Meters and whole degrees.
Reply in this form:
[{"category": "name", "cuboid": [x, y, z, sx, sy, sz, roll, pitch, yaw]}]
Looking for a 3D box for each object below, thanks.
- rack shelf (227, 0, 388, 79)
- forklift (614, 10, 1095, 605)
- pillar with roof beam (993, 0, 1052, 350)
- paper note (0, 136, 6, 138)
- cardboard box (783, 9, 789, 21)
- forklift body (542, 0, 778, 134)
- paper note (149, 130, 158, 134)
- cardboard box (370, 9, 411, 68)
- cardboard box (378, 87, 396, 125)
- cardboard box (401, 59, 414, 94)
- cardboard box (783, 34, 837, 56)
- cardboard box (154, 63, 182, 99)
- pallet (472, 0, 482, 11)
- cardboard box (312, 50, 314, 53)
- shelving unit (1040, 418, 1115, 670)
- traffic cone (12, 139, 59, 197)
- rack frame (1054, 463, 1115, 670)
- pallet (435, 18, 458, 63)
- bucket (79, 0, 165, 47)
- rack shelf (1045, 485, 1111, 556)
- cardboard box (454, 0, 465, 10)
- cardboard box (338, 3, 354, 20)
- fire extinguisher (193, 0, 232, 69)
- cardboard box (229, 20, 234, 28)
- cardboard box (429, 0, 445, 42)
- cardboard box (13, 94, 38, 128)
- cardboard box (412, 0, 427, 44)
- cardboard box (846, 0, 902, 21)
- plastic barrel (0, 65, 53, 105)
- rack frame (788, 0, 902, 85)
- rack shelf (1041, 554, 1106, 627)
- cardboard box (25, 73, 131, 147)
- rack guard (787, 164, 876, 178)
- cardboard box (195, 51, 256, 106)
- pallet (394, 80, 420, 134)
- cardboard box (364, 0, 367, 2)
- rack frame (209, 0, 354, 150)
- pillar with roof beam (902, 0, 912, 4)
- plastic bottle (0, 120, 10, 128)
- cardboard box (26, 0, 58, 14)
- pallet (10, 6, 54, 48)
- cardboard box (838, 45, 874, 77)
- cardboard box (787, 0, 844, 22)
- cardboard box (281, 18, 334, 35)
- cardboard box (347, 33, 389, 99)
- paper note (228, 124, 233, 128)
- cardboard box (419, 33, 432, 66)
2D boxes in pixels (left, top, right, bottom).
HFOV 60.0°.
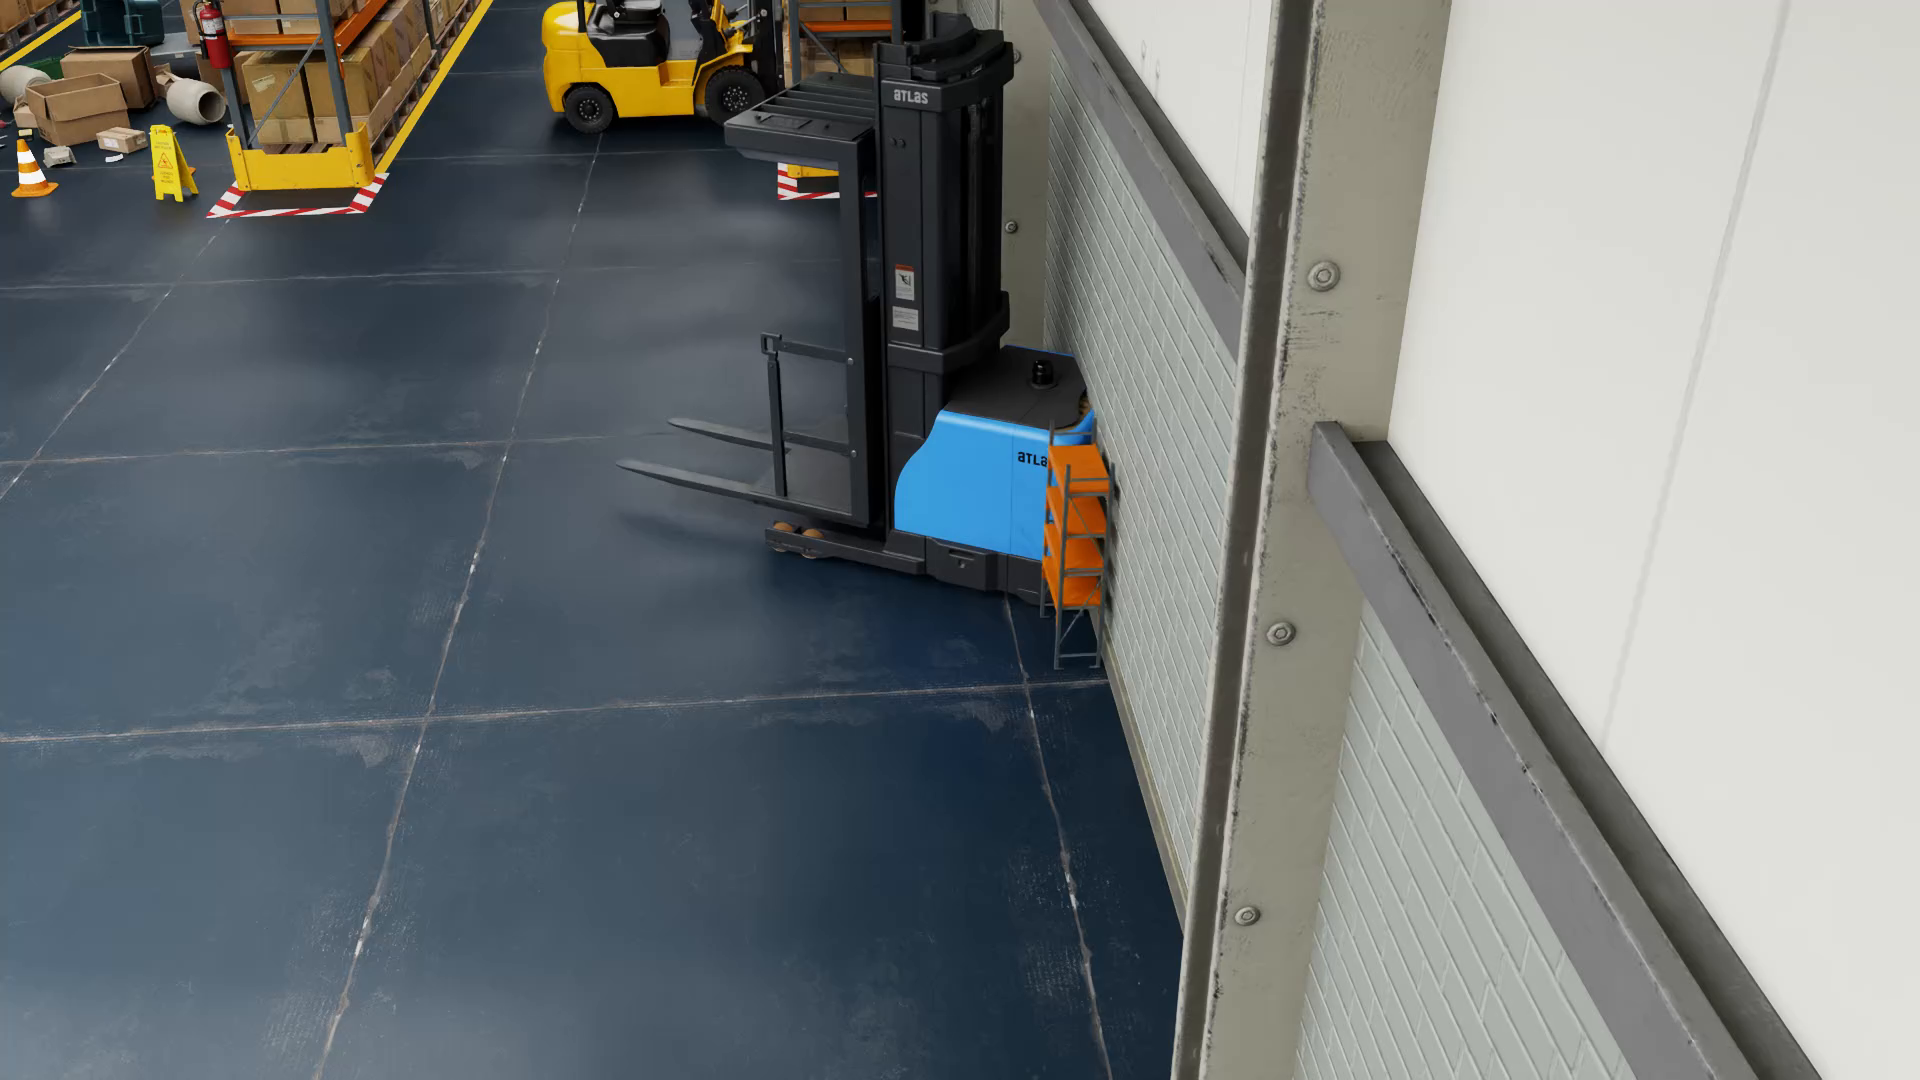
[{"category": "rack shelf", "cuboid": [-6.152, -5.231, 16.284, 1.077, 0.370, 4.000, -3, 31, -5]}, {"category": "forklift", "cuboid": [-0.579, -1.385, 9.211, 3.031, 2.935, 1.130, 12, 33, 20]}, {"category": "pillar with roof beam", "cuboid": [-3.917, -4.463, 8.446, 9.100, 9.000, 0.400, -3, 31, -5]}, {"category": "paper note", "cuboid": [-9.444, -3.964, 16.377, 0.032, 0.001, 0.123, 13, 33, 21]}, {"category": "cardboard box", "cuboid": [-1.528, -5.184, 16.801, 0.500, 0.250, 0.500, -3, 31, -6]}, {"category": "forklift body", "cuboid": [-3.018, -5.274, 16.483, 2.313, 2.155, 1.214, -3, 31, -5]}, {"category": "paper note", "cuboid": [-7.966, -4.067, 16.541, 0.148, 0.019, 0.142, 8, 32, 13]}, {"category": "cardboard box", "cuboid": [-5.919, -5.073, 16.859, 0.500, 0.500, 0.500, -1, 31, -2]}, {"category": "cardboard box", "cuboid": [-5.806, -4.204, 16.136, 0.500, 0.250, 0.500, -2, 31, -3]}, {"category": "cardboard box", "cuboid": [-5.914, -4.740, 17.033, 0.500, 0.250, 0.500, -2, 31, -4]}, {"category": "cardboard box", "cuboid": [-1.431, -4.668, 15.937, 0.500, 0.250, 0.500, -2, 31, -4]}, {"category": "cardboard box", "cuboid": [-8.400, -4.868, 17.642, 0.396, 0.266, 0.258, 27, 40, 37]}, {"category": "pallet", "cuboid": [-6.641, -7.007, 21.275, 1.003, 0.211, 1.213, -3, 31, -5]}, {"category": "cardboard box", "cuboid": [-6.352, -4.503, 15.905, 0.500, 0.500, 0.500, -2, 31, -3]}, {"category": "shelving unit", "cuboid": [0.593, 0.026, 8.532, 0.258, 1.200, 0.503, -2, 31, -6]}, {"category": "traffic cone", "cuboid": [-8.364, -3.360, 14.925, 0.336, 0.463, 0.334, -3, 31, -5]}, {"category": "rack frame", "cuboid": [0.619, 0.150, 8.324, 0.240, 1.200, 0.015, -2, 31, -6]}, {"category": "pallet", "cuboid": [-6.414, -5.761, 19.189, 1.003, 0.211, 1.213, -3, 31, -5]}, {"category": "bucket", "cuboid": [-8.950, -5.560, 17.844, 0.726, 0.611, 0.620, 8, 22, 13]}, {"category": "rack shelf", "cuboid": [0.595, -0.109, 8.452, 0.258, 0.148, 0.480, -2, 31, -6]}, {"category": "cardboard box", "cuboid": [-6.528, -6.602, 20.032, 0.950, 0.372, 0.625, -2, 31, -3]}, {"category": "cardboard box", "cuboid": [-5.773, -4.861, 15.209, 0.380, 0.149, 0.250, -4, 31, -6]}, {"category": "fire extinguisher", "cuboid": [-6.414, -4.405, 14.275, 0.296, 0.674, 0.183, -3, 31, -5]}, {"category": "cardboard box", "cuboid": [-6.348, -4.715, 14.965, 0.380, 0.149, 0.250, -3, 31, -5]}, {"category": "cardboard box", "cuboid": [-6.391, -5.880, 18.823, 0.950, 0.372, 0.625, -2, 31, -4]}, {"category": "cardboard box", "cuboid": [-9.264, -4.309, 16.705, 0.396, 0.266, 0.258, 2, 31, 4]}, {"category": "cardboard box", "cuboid": [-6.017, -5.593, 17.730, 0.500, 0.500, 0.500, -3, 31, -5]}, {"category": "cardboard box", "cuboid": [-0.794, -5.067, 15.211, 0.500, 0.500, 0.500, -2, 31, -3]}, {"category": "plastic barrel", "cuboid": [-9.625, -4.660, 17.140, 0.512, 0.421, 0.421, 20, 36, 29]}, {"category": "rack frame", "cuboid": [-1.024, -4.758, 14.791, 1.000, 3.000, 0.127, -3, 31, -5]}, {"category": "rack shelf", "cuboid": [0.587, 0.254, 8.668, 0.258, 0.148, 0.480, -2, 31, -6]}, {"category": "cardboard box", "cuboid": [-8.650, -4.222, 16.328, 0.637, 0.503, 0.797, 27, 40, 37]}, {"category": "rack guard", "cuboid": [-1.022, -3.673, 15.412, 1.175, 0.500, 0.348, -3, 31, -5]}, {"category": "cardboard box", "cuboid": [-7.594, -4.876, 17.424, 0.500, 0.500, 0.500, 20, 36, 29]}, {"category": "pallet", "cuboid": [-6.124, -4.398, 16.908, 1.003, 0.211, 1.213, -3, 31, -5]}, {"category": "cardboard box", "cuboid": [-5.809, -5.124, 15.648, 0.380, 0.149, 0.250, -2, 31, -3]}, {"category": "rack frame", "cuboid": [-5.966, -4.518, 14.390, 1.000, 3.000, 0.127, -3, 31, -5]}, {"category": "pillar with roof beam", "cuboid": [-5.038, -10.589, 18.704, 9.100, 9.000, 0.400, -3, 31, -5]}, {"category": "plastic bottle", "cuboid": [-9.673, -4.159, 16.654, 0.283, 0.061, 0.133, -14, 33, -22]}, {"category": "cardboard box", "cuboid": [-11.580, -6.767, 19.939, 1.050, 0.750, 0.750, -2, 31, -4]}, {"category": "pallet", "cuboid": [-11.523, -6.089, 19.739, 1.003, 0.211, 1.213, -3, 31, -5]}, {"category": "cardboard box", "cuboid": [-0.880, -4.442, 15.558, 0.500, 0.250, 0.500, -3, 31, -5]}, {"category": "cardboard box", "cuboid": [-1.331, -5.040, 15.165, 0.500, 0.500, 0.500, -3, 31, -6]}, {"category": "cardboard box", "cuboid": [-5.791, -4.594, 14.761, 0.380, 0.149, 0.250, -3, 31, -4]}, {"category": "cardboard box", "cuboid": [-5.822, -4.544, 15.974, 0.500, 0.500, 0.500, -4, 31, -6]}, {"category": "paper note", "cuboid": [-7.274, -4.165, 16.693, 0.142, 0.019, 0.148, -14, 33, -22]}, {"category": "cardboard box", "cuboid": [-6.016, -5.271, 17.923, 0.500, 0.250, 0.500, -1, 31, -2]}]
